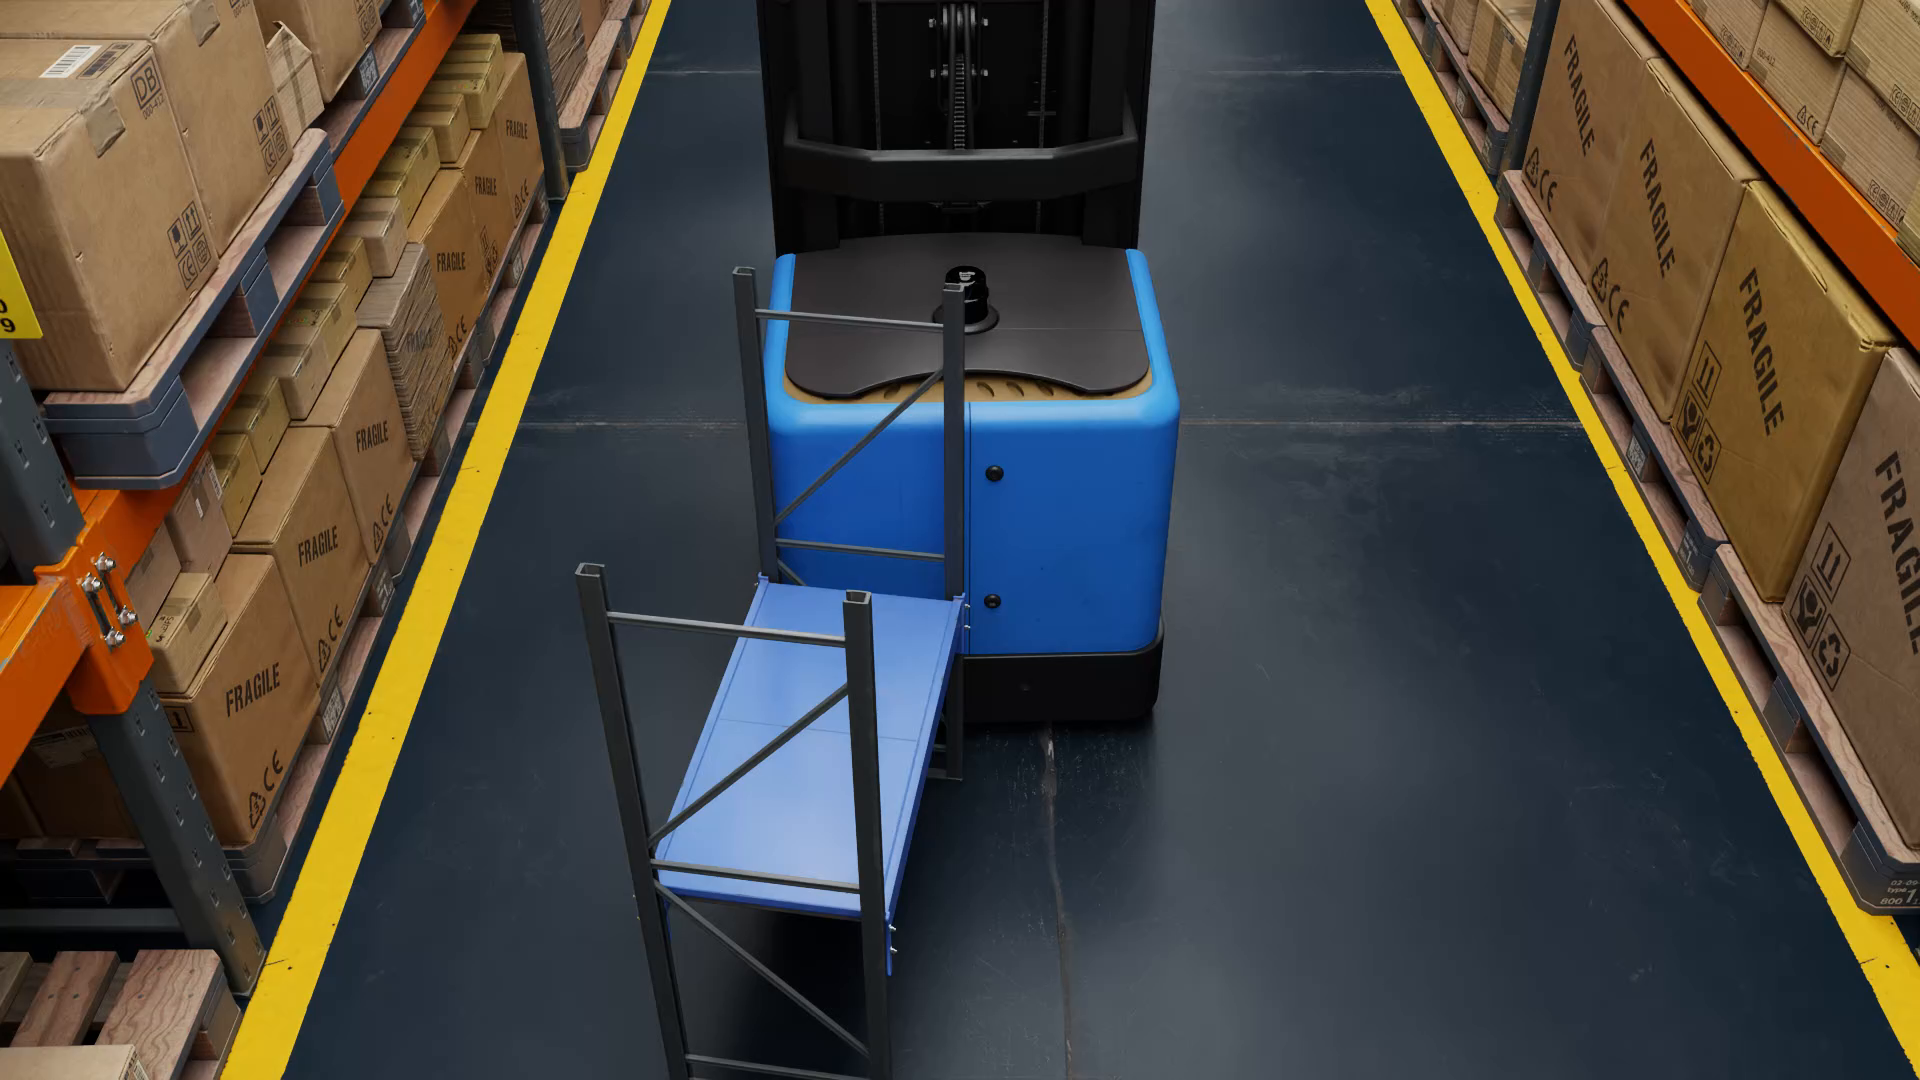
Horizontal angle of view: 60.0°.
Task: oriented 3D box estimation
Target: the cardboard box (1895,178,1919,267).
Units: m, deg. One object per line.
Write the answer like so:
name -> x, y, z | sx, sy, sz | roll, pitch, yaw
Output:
cardboard box -> 2.546, -0.678, 3.817 | 0.500, 0.250, 0.500 | -1, 39, -1

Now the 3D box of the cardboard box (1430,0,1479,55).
cardboard box -> 2.794, -2.592, 7.851 | 0.950, 0.372, 0.625 | -1, 39, -1

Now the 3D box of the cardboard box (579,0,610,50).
cardboard box -> -2.166, -2.669, 7.744 | 0.875, 0.625, 0.625 | 1, 39, 1

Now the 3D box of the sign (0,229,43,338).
sign -> -1.623, -0.474, 2.751 | 0.100, 0.325, 0.005 | 0, 39, 0

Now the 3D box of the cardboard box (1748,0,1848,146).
cardboard box -> 2.560, -1.316, 4.614 | 0.500, 0.250, 0.500 | 0, 39, 0

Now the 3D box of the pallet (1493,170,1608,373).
pallet -> 2.719, -1.057, 6.401 | 1.003, 0.211, 1.213 | 0, 39, 0

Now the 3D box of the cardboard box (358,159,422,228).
cardboard box -> -1.973, -1.109, 5.380 | 0.380, 0.149, 0.250 | -1, 39, -1

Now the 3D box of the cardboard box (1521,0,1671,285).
cardboard box -> 2.711, -1.541, 6.138 | 0.875, 0.875, 0.875 | 0, 39, 0

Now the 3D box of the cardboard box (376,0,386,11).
cardboard box -> -1.983, -1.816, 4.699 | 0.797, 0.503, 0.637 | -1, 39, -1

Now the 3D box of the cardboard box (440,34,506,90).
cardboard box -> -1.916, -1.766, 6.199 | 0.380, 0.149, 0.250 | -2, 39, -2

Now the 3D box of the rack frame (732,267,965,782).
rack frame -> -0.239, 0.028, 4.015 | 0.500, 1.500, 0.032 | 6, 39, 7

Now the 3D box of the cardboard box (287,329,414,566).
cardboard box -> -1.948, -0.267, 4.848 | 0.500, 0.500, 0.500 | -1, 39, -1

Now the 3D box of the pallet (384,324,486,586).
pallet -> -2.208, -0.317, 5.476 | 1.003, 0.211, 1.213 | 0, 39, 0

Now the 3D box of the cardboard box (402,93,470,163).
cardboard box -> -1.929, -1.430, 5.780 | 0.380, 0.149, 0.250 | -1, 39, -2

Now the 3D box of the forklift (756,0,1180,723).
forklift -> -0.018, -1.538, 4.825 | 1.130, 2.935, 3.031 | -1, 39, -1

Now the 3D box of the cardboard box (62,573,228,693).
cardboard box -> -1.900, 0.203, 3.743 | 0.380, 0.149, 0.250 | 2, 39, 2

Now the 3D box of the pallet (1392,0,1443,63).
pallet -> 2.796, -2.800, 8.575 | 1.003, 0.211, 1.213 | 0, 39, 0

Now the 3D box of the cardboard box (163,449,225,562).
cardboard box -> -1.948, -0.076, 3.853 | 0.380, 0.149, 0.250 | -2, 39, -2

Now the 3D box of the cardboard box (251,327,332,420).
cardboard box -> -1.966, -0.459, 4.568 | 0.380, 0.149, 0.250 | 0, 39, 0

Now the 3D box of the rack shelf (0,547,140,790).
rack shelf -> -2.163, 1.400, 1.679 | 1.077, 0.370, 4.000 | 0, 39, 0

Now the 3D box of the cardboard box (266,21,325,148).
cardboard box -> -1.783, -1.112, 4.010 | 0.396, 0.266, 0.258 | 2, 39, 2

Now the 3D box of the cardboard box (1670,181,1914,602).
cardboard box -> 2.709, -0.425, 4.744 | 0.875, 0.875, 0.875 | 1, 39, 1

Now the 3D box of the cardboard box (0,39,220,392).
cardboard box -> -1.942, -0.637, 3.230 | 0.700, 0.500, 0.500 | 1, 39, 1

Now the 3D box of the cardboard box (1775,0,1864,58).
cardboard box -> 2.522, -1.506, 4.451 | 0.500, 0.250, 0.500 | 1, 39, 1

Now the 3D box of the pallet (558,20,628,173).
pallet -> -2.132, -2.059, 7.651 | 1.003, 0.211, 1.213 | 0, 39, 0

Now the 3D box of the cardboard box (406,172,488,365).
cardboard box -> -1.961, -0.917, 5.658 | 0.500, 0.500, 0.500 | 2, 39, 2

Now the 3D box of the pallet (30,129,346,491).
pallet -> -2.057, -0.556, 3.699 | 1.003, 0.211, 1.213 | 0, 39, 0

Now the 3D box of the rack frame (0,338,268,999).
rack frame -> -2.165, -0.131, 3.015 | 1.000, 3.000, 0.127 | 0, 39, 0

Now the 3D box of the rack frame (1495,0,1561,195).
rack frame -> 2.794, -2.639, 6.144 | 1.000, 3.000, 0.127 | 0, 39, 0

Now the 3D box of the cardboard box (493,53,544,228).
cardboard box -> -1.955, -1.557, 6.457 | 0.500, 0.500, 0.500 | 1, 39, 1

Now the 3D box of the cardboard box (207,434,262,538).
cardboard box -> -1.989, -0.131, 4.159 | 0.380, 0.149, 0.250 | -2, 39, -2

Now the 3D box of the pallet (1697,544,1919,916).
pallet -> 2.722, 0.468, 4.497 | 1.003, 0.211, 1.213 | 0, 39, 0

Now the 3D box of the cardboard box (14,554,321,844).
cardboard box -> -1.941, 0.378, 4.043 | 0.500, 0.500, 0.500 | 2, 39, 2

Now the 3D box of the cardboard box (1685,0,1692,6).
cardboard box -> 2.561, -1.953, 5.408 | 0.500, 0.250, 0.500 | -1, 39, -1

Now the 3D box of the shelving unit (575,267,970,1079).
shelving unit -> -0.317, 0.343, 3.623 | 0.538, 1.500, 1.048 | 6, 39, 7

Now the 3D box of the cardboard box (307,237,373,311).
cardboard box -> -1.993, -0.783, 4.972 | 0.380, 0.149, 0.250 | 0, 39, 0
